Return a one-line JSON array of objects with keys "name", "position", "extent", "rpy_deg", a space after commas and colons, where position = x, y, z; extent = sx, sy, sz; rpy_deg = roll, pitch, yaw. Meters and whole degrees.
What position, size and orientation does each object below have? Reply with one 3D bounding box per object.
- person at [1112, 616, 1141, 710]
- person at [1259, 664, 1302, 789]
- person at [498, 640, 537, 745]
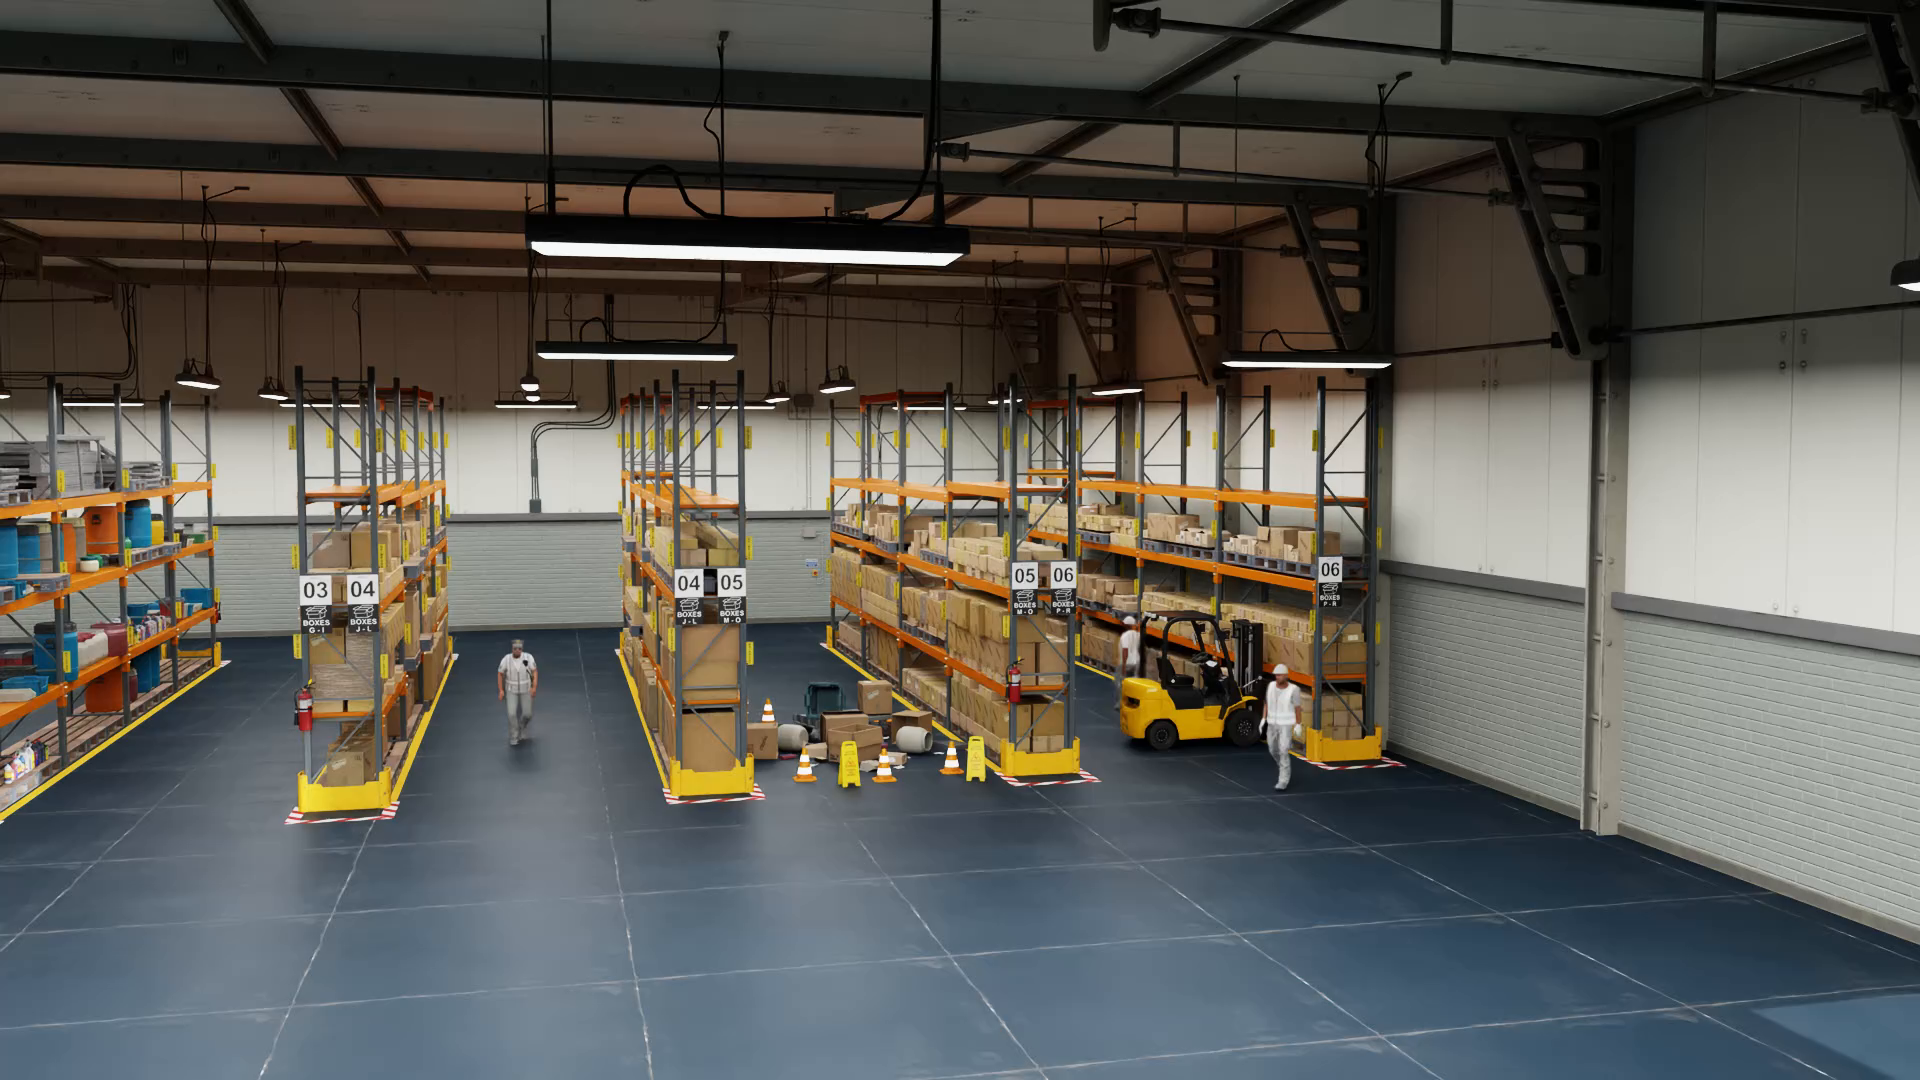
[{"name": "person", "position": [3.163, 2.292, 30.673], "extent": [0.579, 1.763, 0.599], "rpy_deg": [-2, 4, -30]}, {"name": "person", "position": [4.679, 2.674, 24.123], "extent": [0.544, 1.772, 0.852], "rpy_deg": [3, 5, 41]}, {"name": "person", "position": [-7.344, 2.496, 27.613], "extent": [0.636, 1.745, 0.602], "rpy_deg": [-1, 4, -15]}]
